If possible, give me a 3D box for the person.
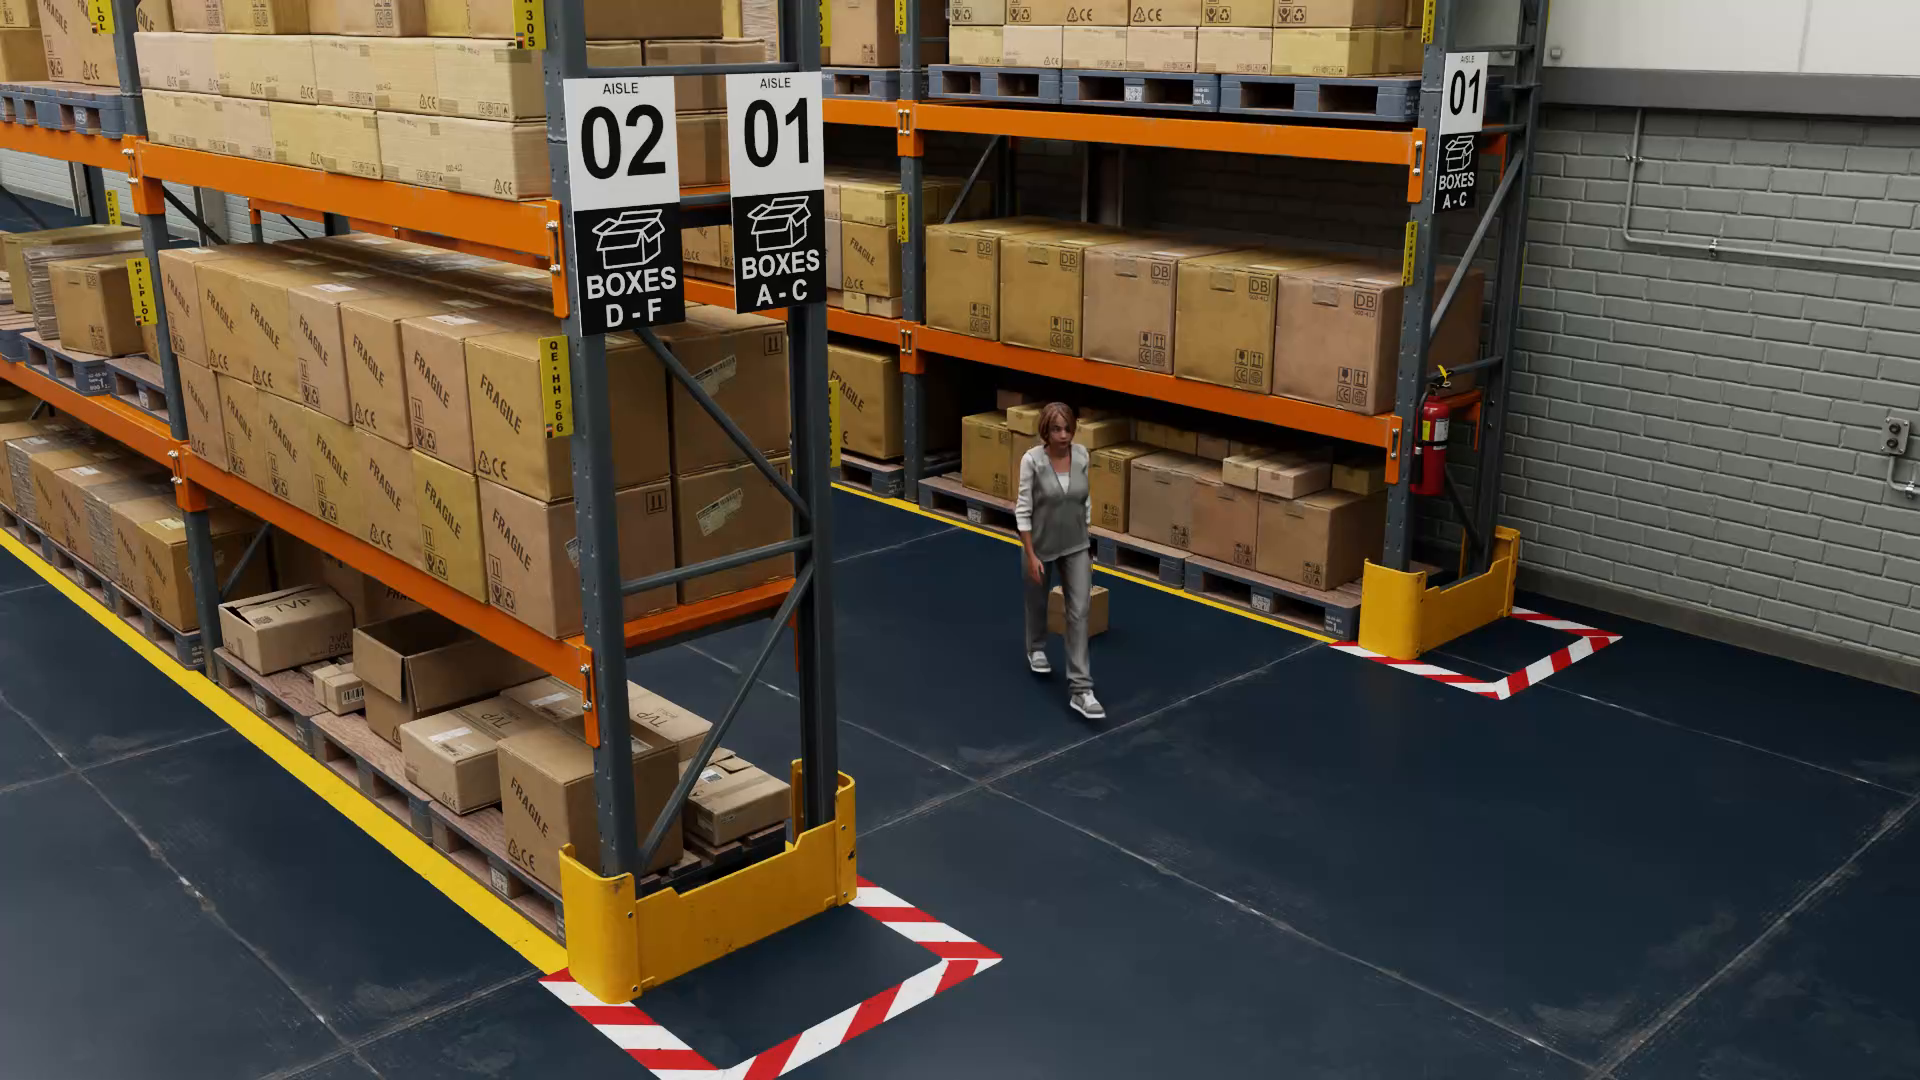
[{"bbox_3d":[0.482,0.051,8.382,0.421,1.533,0.952,-3,18,-8],"label":"person"}]
